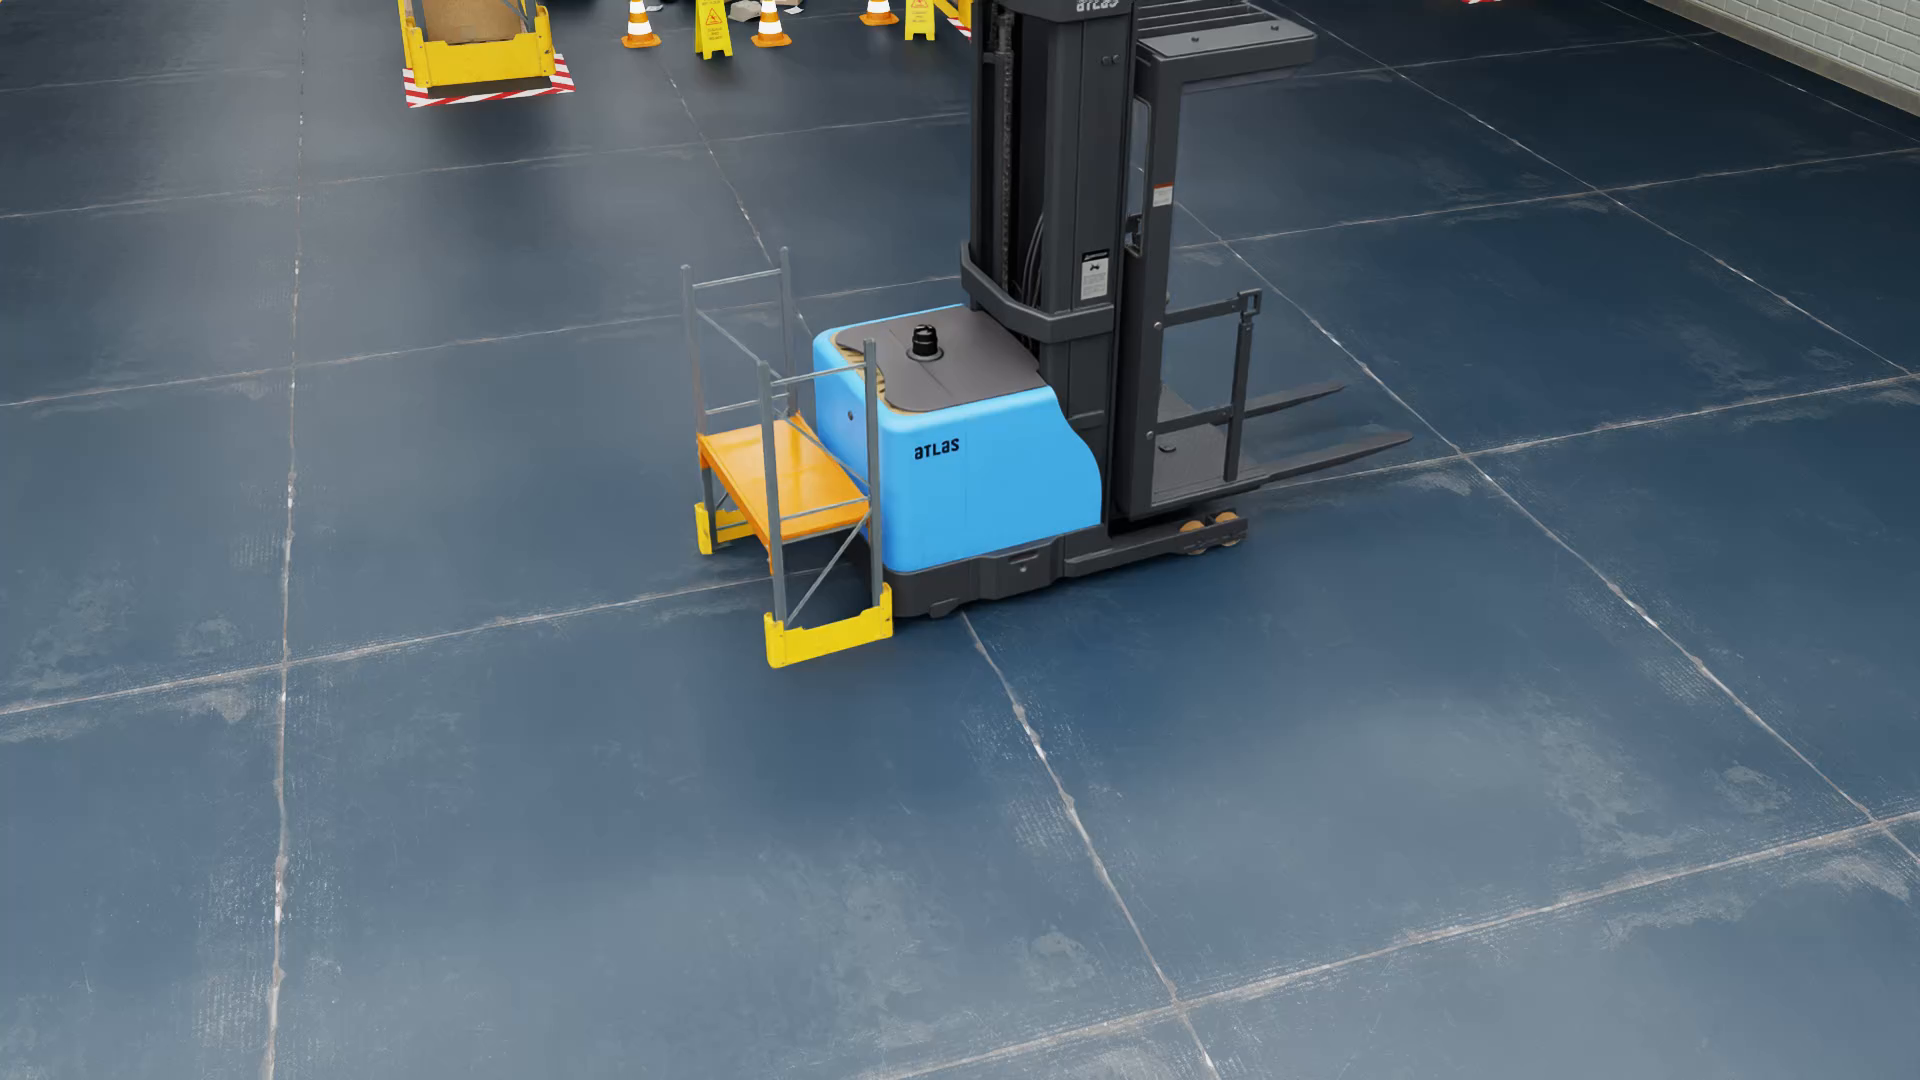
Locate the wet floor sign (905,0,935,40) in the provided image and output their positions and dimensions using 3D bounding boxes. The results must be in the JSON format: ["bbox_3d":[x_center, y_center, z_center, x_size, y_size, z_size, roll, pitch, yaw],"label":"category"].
[{"bbox_3d":[-0.362,-4.881,15.052,0.267,0.644,0.232,1,33,2],"label":"wet floor sign"}]

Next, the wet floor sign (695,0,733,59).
[{"bbox_3d":[-2.190,-4.593,14.616,0.267,0.644,0.232,-16,37,-23],"label":"wet floor sign"}]

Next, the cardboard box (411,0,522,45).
[{"bbox_3d":[-4.354,-4.892,14.478,0.875,0.875,0.875,-10,35,-14],"label":"cardboard box"}]

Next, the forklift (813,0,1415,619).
[{"bbox_3d":[0.858,-1.399,7.708,3.031,2.935,1.130,-14,36,-20],"label":"forklift"}]

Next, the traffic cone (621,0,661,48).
[{"bbox_3d":[-2.894,-4.717,14.969,0.336,0.463,0.334,-10,35,-15],"label":"traffic cone"}]

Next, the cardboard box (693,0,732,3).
[{"bbox_3d":[-2.348,-5.598,16.266,0.637,0.503,0.797,19,38,26],"label":"cardboard box"}]

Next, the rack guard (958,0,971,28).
[{"bbox_3d":[0.576,-5.140,15.576,1.175,0.500,0.348,-10,35,-15],"label":"rack guard"}]

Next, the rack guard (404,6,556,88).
[{"bbox_3d":[-4.077,-4.202,14.156,1.175,0.500,0.348,-10,35,-15],"label":"rack guard"}]

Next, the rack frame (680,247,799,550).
[{"bbox_3d":[-1.007,-0.638,7.855,0.500,1.500,0.032,-15,36,-21],"label":"rack frame"}]

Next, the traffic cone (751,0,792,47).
[{"bbox_3d":[-1.714,-4.729,14.986,0.336,0.463,0.334,-10,35,-15],"label":"traffic cone"}]

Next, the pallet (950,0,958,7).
[{"bbox_3d":[0.361,-5.452,16.310,1.003,0.211,1.213,-10,35,-15],"label":"pallet"}]

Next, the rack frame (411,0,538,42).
[{"bbox_3d":[-4.085,-5.258,13.486,1.000,3.000,0.127,-10,35,-15],"label":"rack frame"}]

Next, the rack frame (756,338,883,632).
[{"bbox_3d":[-0.575,-0.131,7.088,0.500,1.500,0.032,-15,36,-21],"label":"rack frame"}]

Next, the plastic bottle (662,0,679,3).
[{"bbox_3d":[-2.871,-5.308,16.227,0.133,0.061,0.283,-23,40,-31],"label":"plastic bottle"}]

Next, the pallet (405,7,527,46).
[{"bbox_3d":[-4.403,-4.501,14.870,1.003,0.211,1.213,-10,35,-15],"label":"pallet"}]

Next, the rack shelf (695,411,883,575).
[{"bbox_3d":[-0.791,-0.234,7.571,0.538,0.185,1.000,-15,36,-21],"label":"rack shelf"}]

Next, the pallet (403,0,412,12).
[{"bbox_3d":[-4.771,-5.141,15.838,1.003,0.211,1.213,-10,35,-15],"label":"pallet"}]

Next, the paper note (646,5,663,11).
[{"bbox_3d":[-2.933,-5.105,15.950,0.144,0.017,0.142,1,33,2],"label":"paper note"}]

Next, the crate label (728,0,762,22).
[{"bbox_3d":[-2.013,-4.995,15.685,0.298,0.136,0.250,27,42,34],"label":"crate label"}]

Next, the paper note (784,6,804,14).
[{"bbox_3d":[-1.585,-5.066,15.889,0.148,0.019,0.142,-23,40,-31],"label":"paper note"}]

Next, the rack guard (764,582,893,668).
[{"bbox_3d":[-0.583,0.381,7.447,0.587,0.250,0.087,-15,36,-21],"label":"rack guard"}]

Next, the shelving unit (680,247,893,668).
[{"bbox_3d":[-0.795,-0.389,7.478,0.587,1.500,1.083,-15,36,-21],"label":"shelving unit"}]

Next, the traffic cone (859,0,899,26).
[{"bbox_3d":[-0.761,-5.094,15.539,0.336,0.463,0.334,-10,35,-15],"label":"traffic cone"}]

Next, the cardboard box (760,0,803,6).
[{"bbox_3d":[-1.725,-5.302,16.139,0.380,0.149,0.250,7,34,10],"label":"cardboard box"}]

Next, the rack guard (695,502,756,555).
[{"bbox_3d":[-1.007,-0.116,8.199,0.587,0.250,0.087,-15,36,-21],"label":"rack guard"}]
